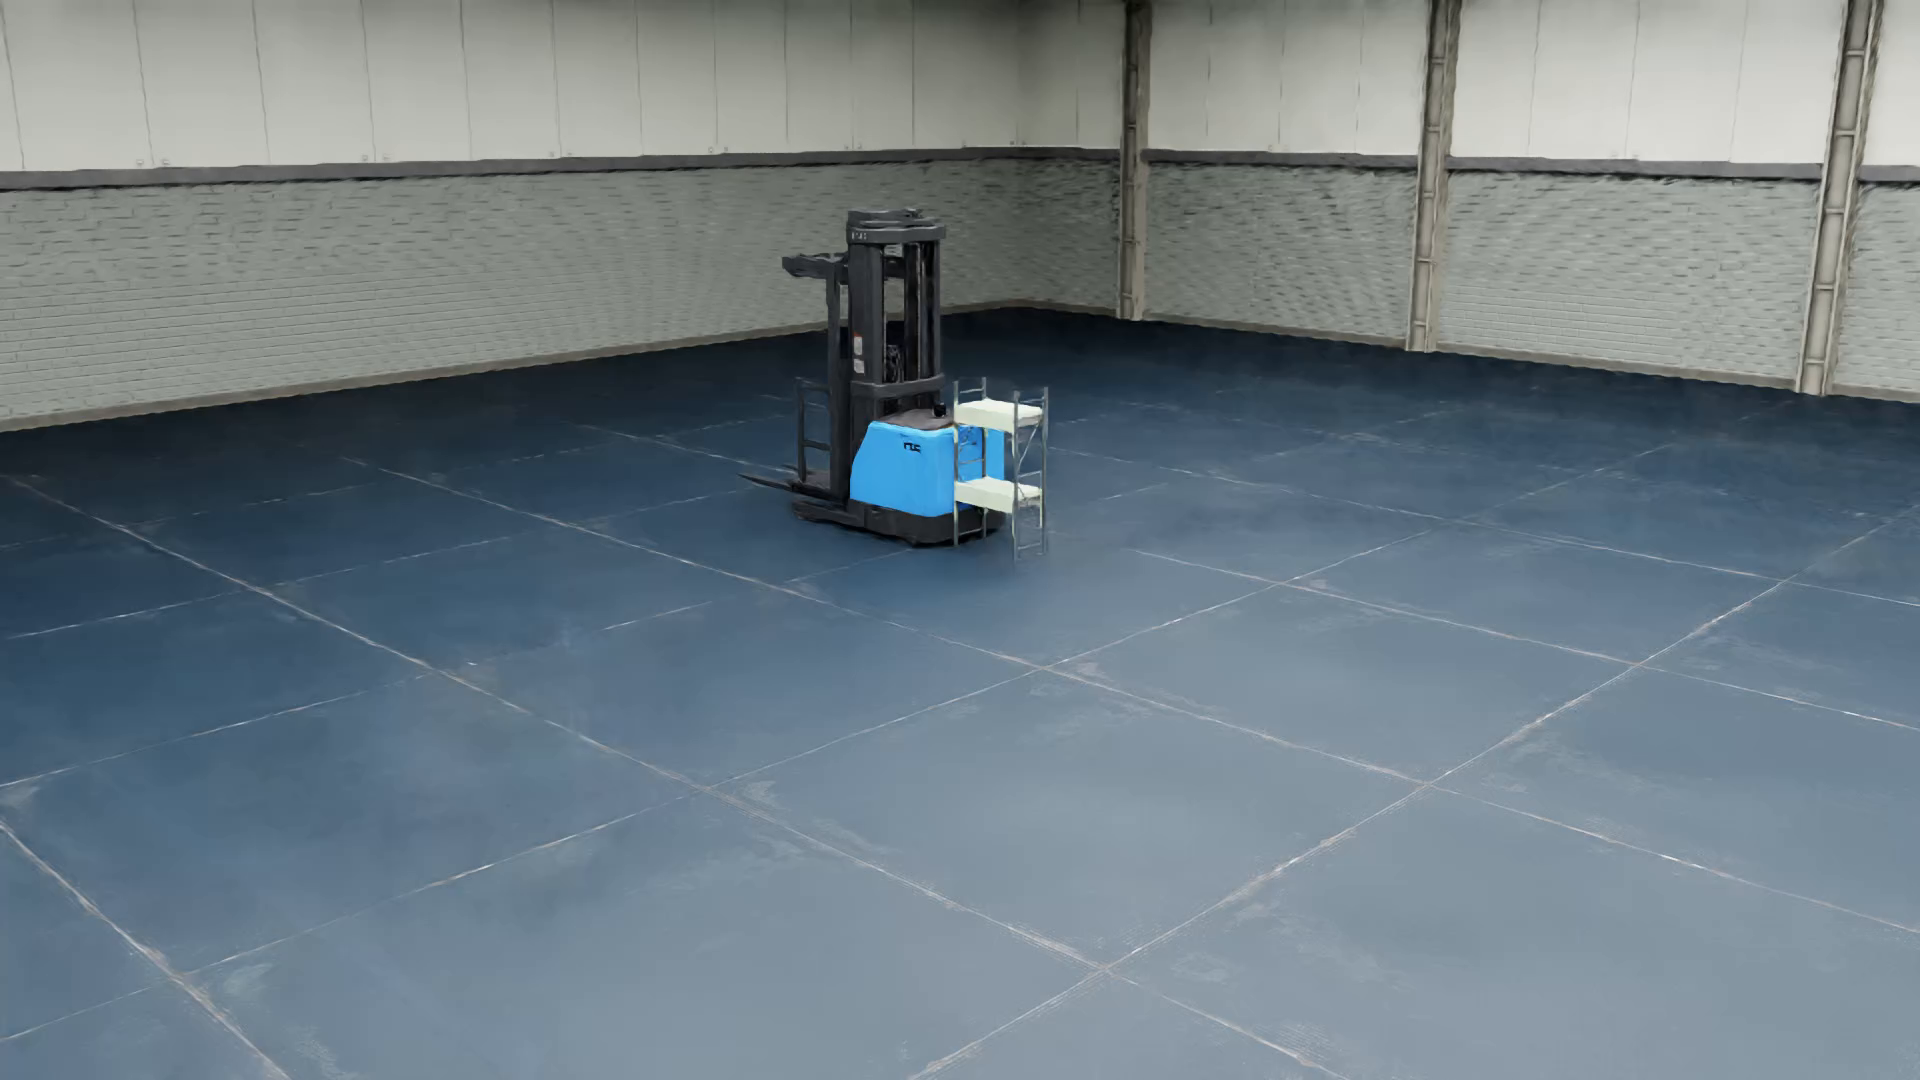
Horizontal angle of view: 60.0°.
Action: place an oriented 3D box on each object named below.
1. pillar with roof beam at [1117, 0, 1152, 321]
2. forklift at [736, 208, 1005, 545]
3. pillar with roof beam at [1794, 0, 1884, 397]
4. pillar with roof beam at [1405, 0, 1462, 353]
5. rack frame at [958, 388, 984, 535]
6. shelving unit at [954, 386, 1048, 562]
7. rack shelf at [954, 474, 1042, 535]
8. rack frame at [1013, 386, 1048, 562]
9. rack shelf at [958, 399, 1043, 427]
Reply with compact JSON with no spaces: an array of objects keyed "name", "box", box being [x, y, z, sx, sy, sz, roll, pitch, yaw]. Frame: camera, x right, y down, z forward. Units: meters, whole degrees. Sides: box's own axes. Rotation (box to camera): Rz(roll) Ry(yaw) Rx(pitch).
[{"name":"pillar with roof beam","box":[0.190,-7.702,26.962,0.400,9.000,9.100,14,20,42]},{"name":"forklift","box":[-0.977,-1.673,15.858,3.031,2.935,1.130,14,20,43]},{"name":"pillar with roof beam","box":[8.828,-5.602,18.902,0.400,9.000,9.100,14,20,42]},{"name":"pillar with roof beam","box":[4.509,-6.652,22.932,0.400,9.000,9.100,14,20,42]},{"name":"rack frame","box":[0.092,-0.702,14.970,0.010,1.308,0.380,14,20,43]},{"name":"shelving unit","box":[0.355,-0.637,14.719,0.748,1.500,0.431,14,20,43]},{"name":"rack shelf","box":[0.353,-0.322,14.804,0.720,0.370,0.431,14,20,43]},{"name":"rack frame","box":[0.612,-0.572,14.472,0.023,1.500,0.400,14,20,43]},{"name":"rack shelf","box":[0.353,-1.110,14.598,0.686,0.124,0.368,14,20,43]}]
